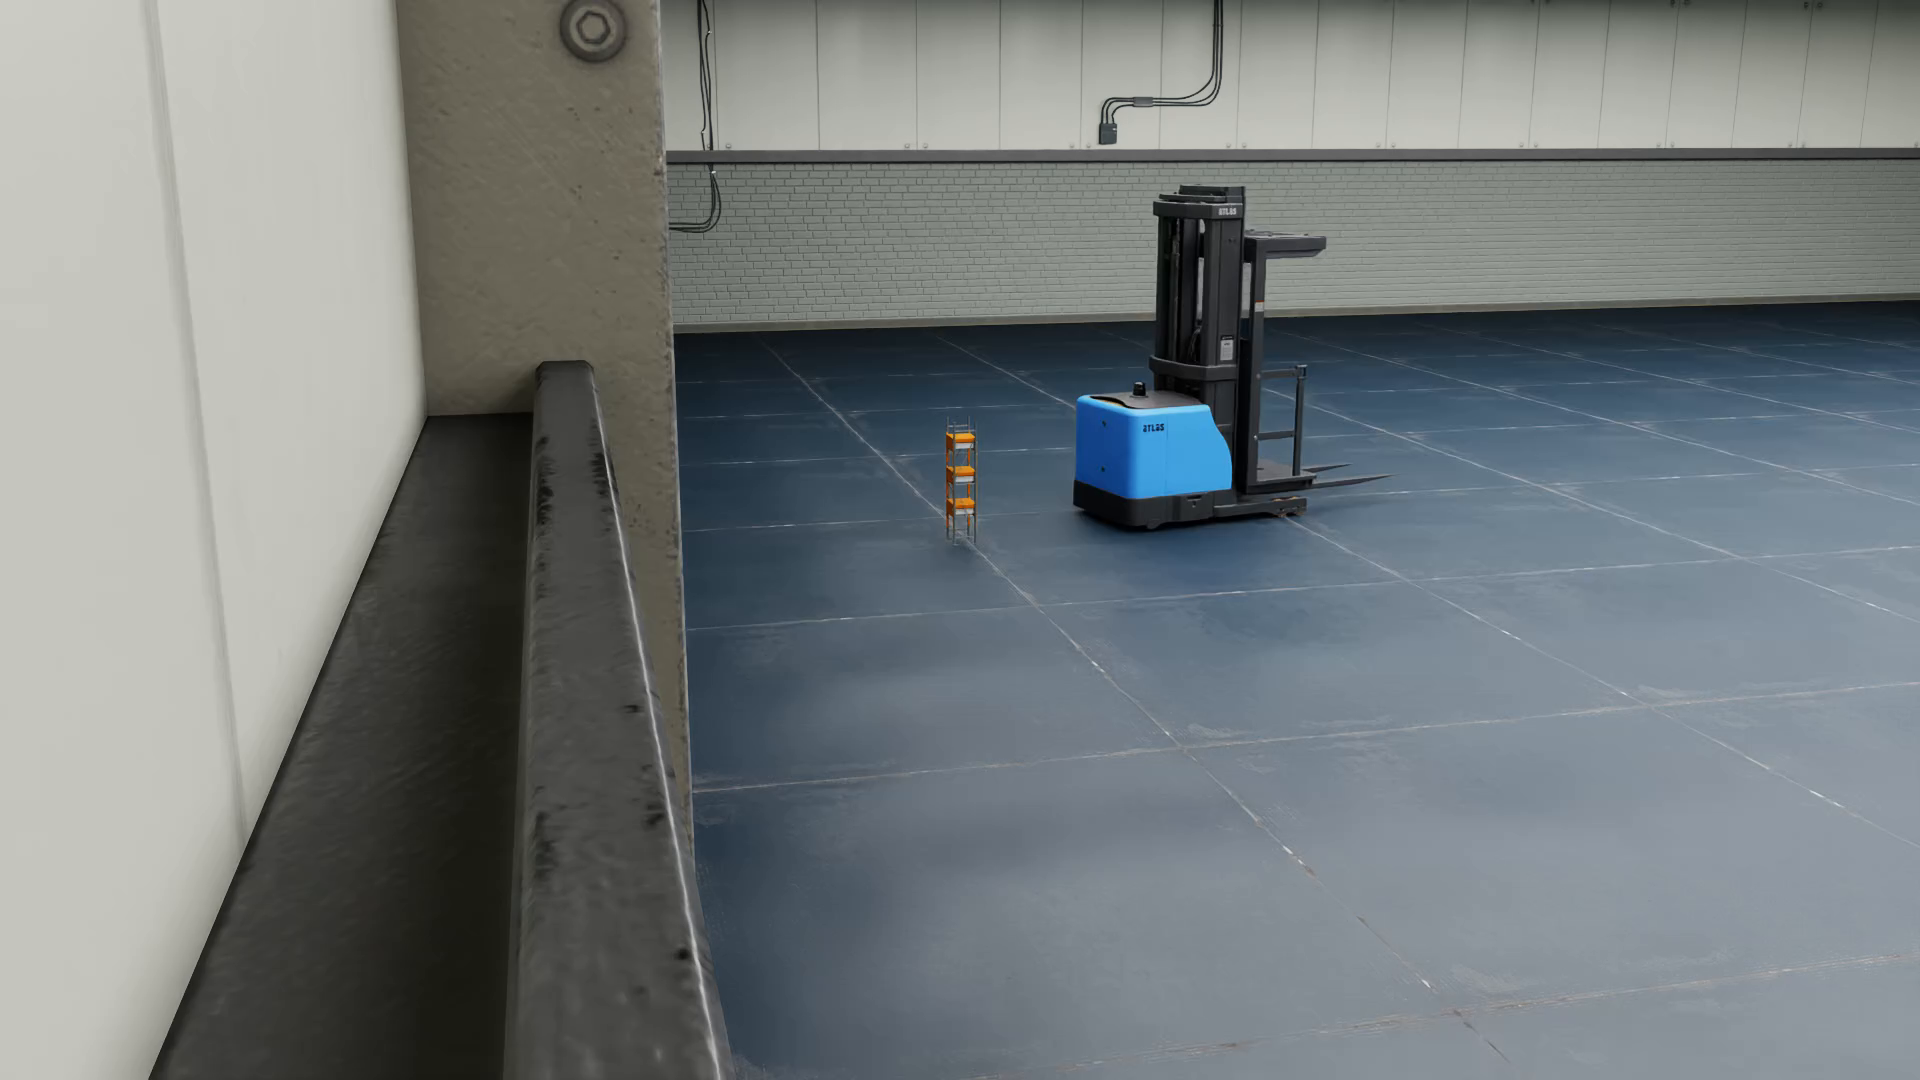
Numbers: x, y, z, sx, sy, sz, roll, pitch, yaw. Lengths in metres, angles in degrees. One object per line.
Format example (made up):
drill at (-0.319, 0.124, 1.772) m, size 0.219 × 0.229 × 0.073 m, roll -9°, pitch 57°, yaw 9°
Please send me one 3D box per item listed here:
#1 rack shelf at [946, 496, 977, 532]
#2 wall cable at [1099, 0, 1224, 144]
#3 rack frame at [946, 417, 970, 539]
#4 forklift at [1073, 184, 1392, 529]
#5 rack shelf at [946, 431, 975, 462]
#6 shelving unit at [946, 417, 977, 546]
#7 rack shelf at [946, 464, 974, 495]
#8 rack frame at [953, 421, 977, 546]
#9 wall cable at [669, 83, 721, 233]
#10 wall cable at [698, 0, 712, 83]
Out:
rack shelf at (0.013, -0.217, 14.098) m, size 0.215 × 0.259 × 0.240 m, roll -3°, pitch 14°, yaw -13°
wall cable at (3.635, -10.093, 29.391) m, size 2.305 × 6.003 × 0.169 m, roll -3°, pitch 14°, yaw -13°
rack frame at (-0.016, -0.526, 14.145) m, size 0.200 × 1.050 × 0.008 m, roll -3°, pitch 14°, yaw -13°
forklift at (2.592, -1.735, 15.131) m, size 3.031 × 2.935 × 1.130 m, roll -7°, pitch 15°, yaw -25°
rack shelf at (0.013, -0.763, 13.965) m, size 0.215 × 0.259 × 0.240 m, roll -3°, pitch 14°, yaw -13°
shelving unit at (0.013, -0.498, 14.030) m, size 0.215 × 1.050 × 0.252 m, roll -3°, pitch 14°, yaw -13°
rack shelf at (0.013, -0.487, 14.032) m, size 0.215 × 0.259 × 0.240 m, roll -3°, pitch 14°, yaw -13°
rack frame at (0.041, -0.470, 13.914) m, size 0.200 × 1.050 × 0.008 m, roll -3°, pitch 14°, yaw -13°
wall cable at (-5.597, -6.407, 28.013) m, size 3.097 × 2.526 × 0.112 m, roll -3°, pitch 14°, yaw -13°
wall cable at (-2.967, -9.012, 28.030) m, size 3.097 × 2.526 × 0.112 m, roll -3°, pitch 14°, yaw -13°
